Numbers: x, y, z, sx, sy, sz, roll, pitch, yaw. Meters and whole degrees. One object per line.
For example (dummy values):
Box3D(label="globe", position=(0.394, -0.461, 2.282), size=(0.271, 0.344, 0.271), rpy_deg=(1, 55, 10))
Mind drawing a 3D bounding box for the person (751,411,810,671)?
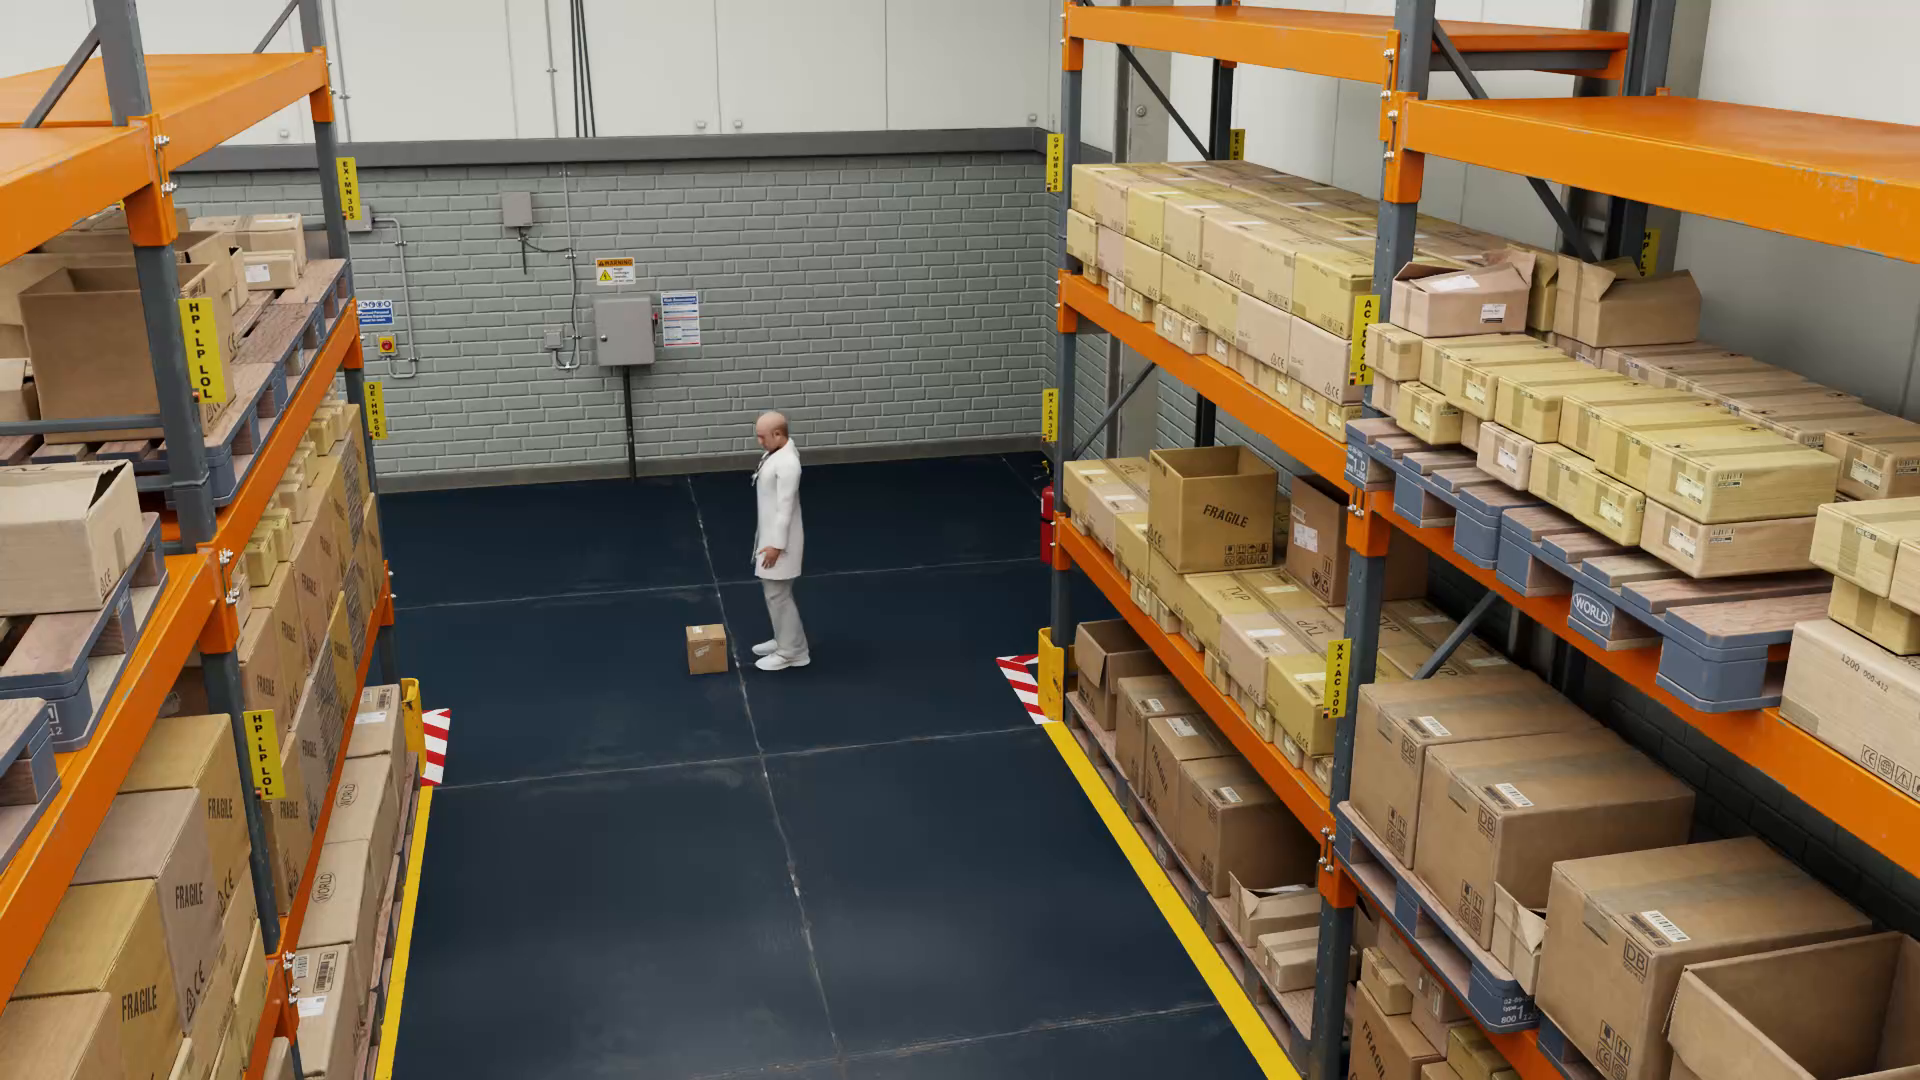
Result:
Box3D(label="person", position=(-1.223, 0.000, 11.122), size=(0.378, 1.772, 0.565), rpy_deg=(-4, 20, -11))
